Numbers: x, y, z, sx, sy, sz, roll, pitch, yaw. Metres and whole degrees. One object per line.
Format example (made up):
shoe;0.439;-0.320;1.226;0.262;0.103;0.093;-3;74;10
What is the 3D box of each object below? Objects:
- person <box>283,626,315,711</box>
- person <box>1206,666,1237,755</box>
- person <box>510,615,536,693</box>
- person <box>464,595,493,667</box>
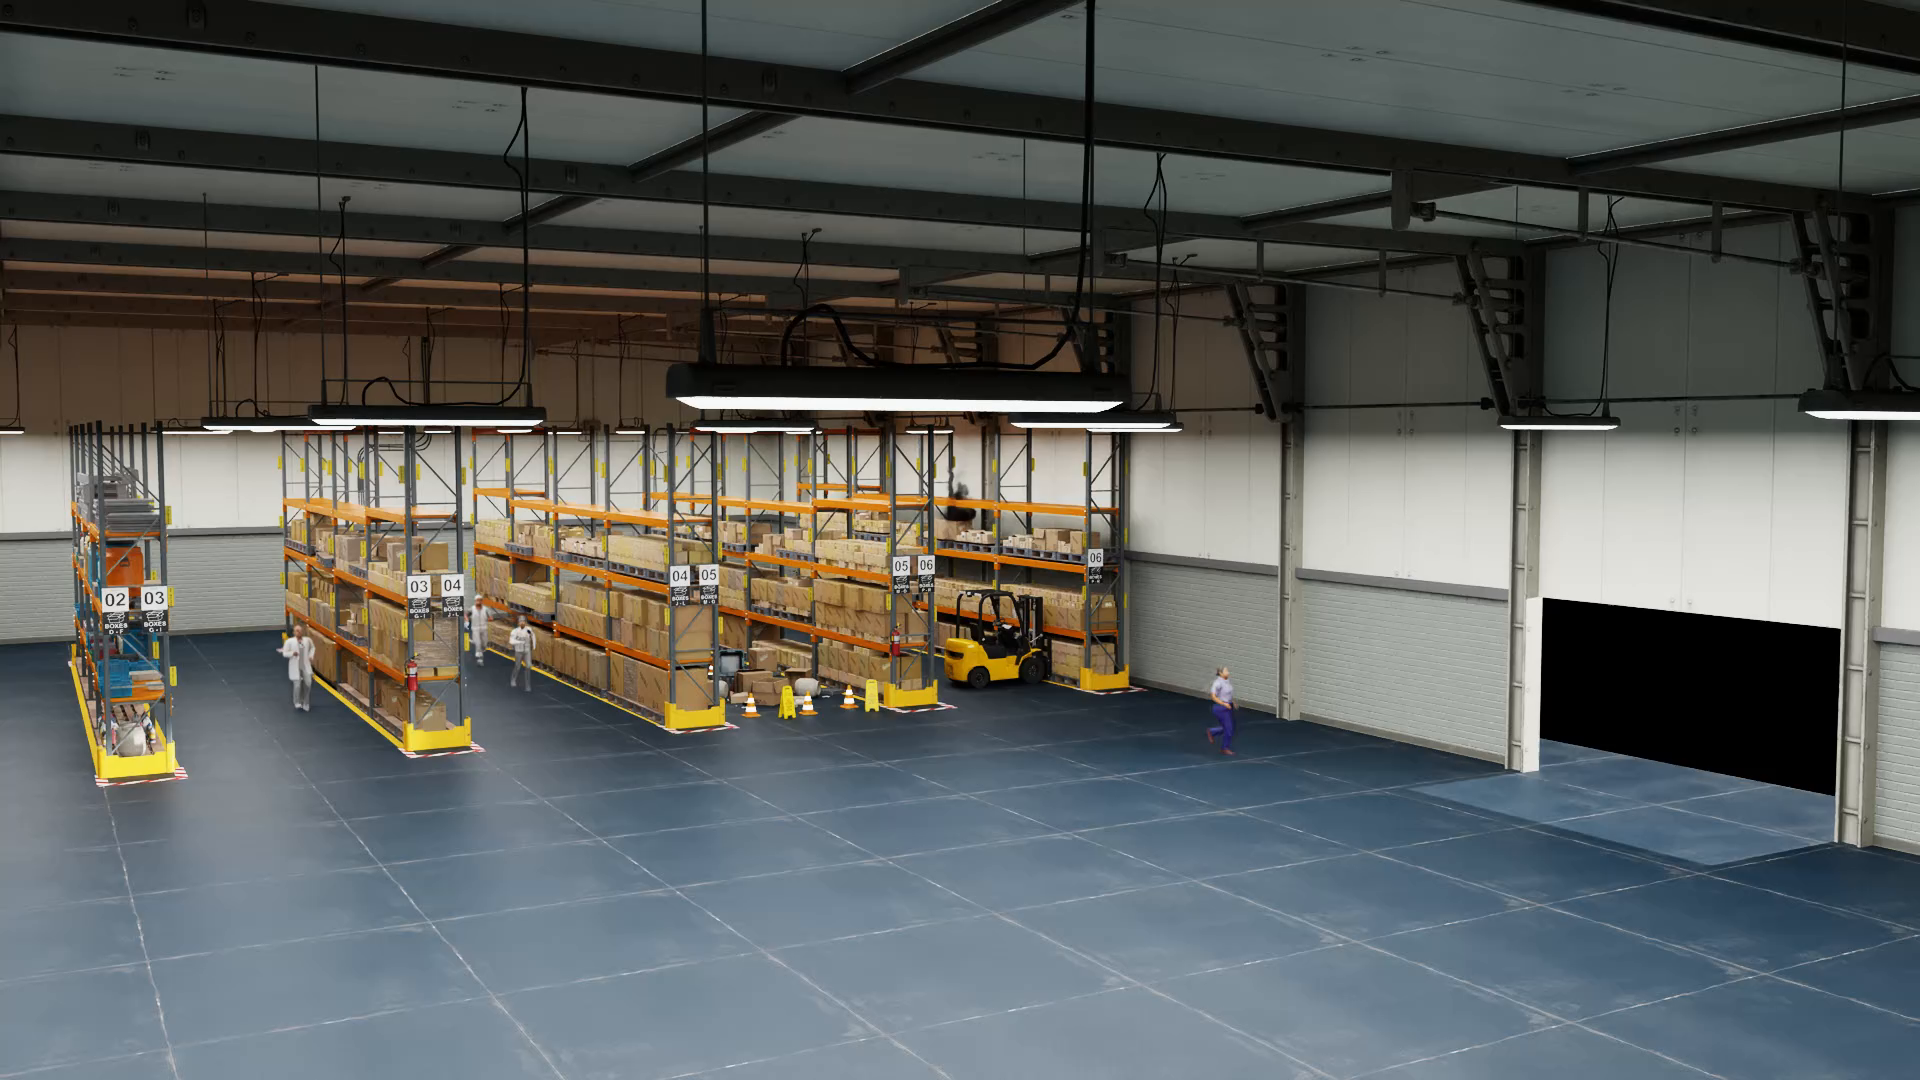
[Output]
person;-13.804;2.694;34.820;0.687;1.801;0.734;-2;4;-32
person;4.730;3.080;30.098;0.550;1.600;0.608;2;4;28
person;-9.909;2.552;37.659;0.622;1.737;0.891;-2;4;-27
person;-12.002;2.255;41.528;0.667;1.768;0.980;-2;4;-27
